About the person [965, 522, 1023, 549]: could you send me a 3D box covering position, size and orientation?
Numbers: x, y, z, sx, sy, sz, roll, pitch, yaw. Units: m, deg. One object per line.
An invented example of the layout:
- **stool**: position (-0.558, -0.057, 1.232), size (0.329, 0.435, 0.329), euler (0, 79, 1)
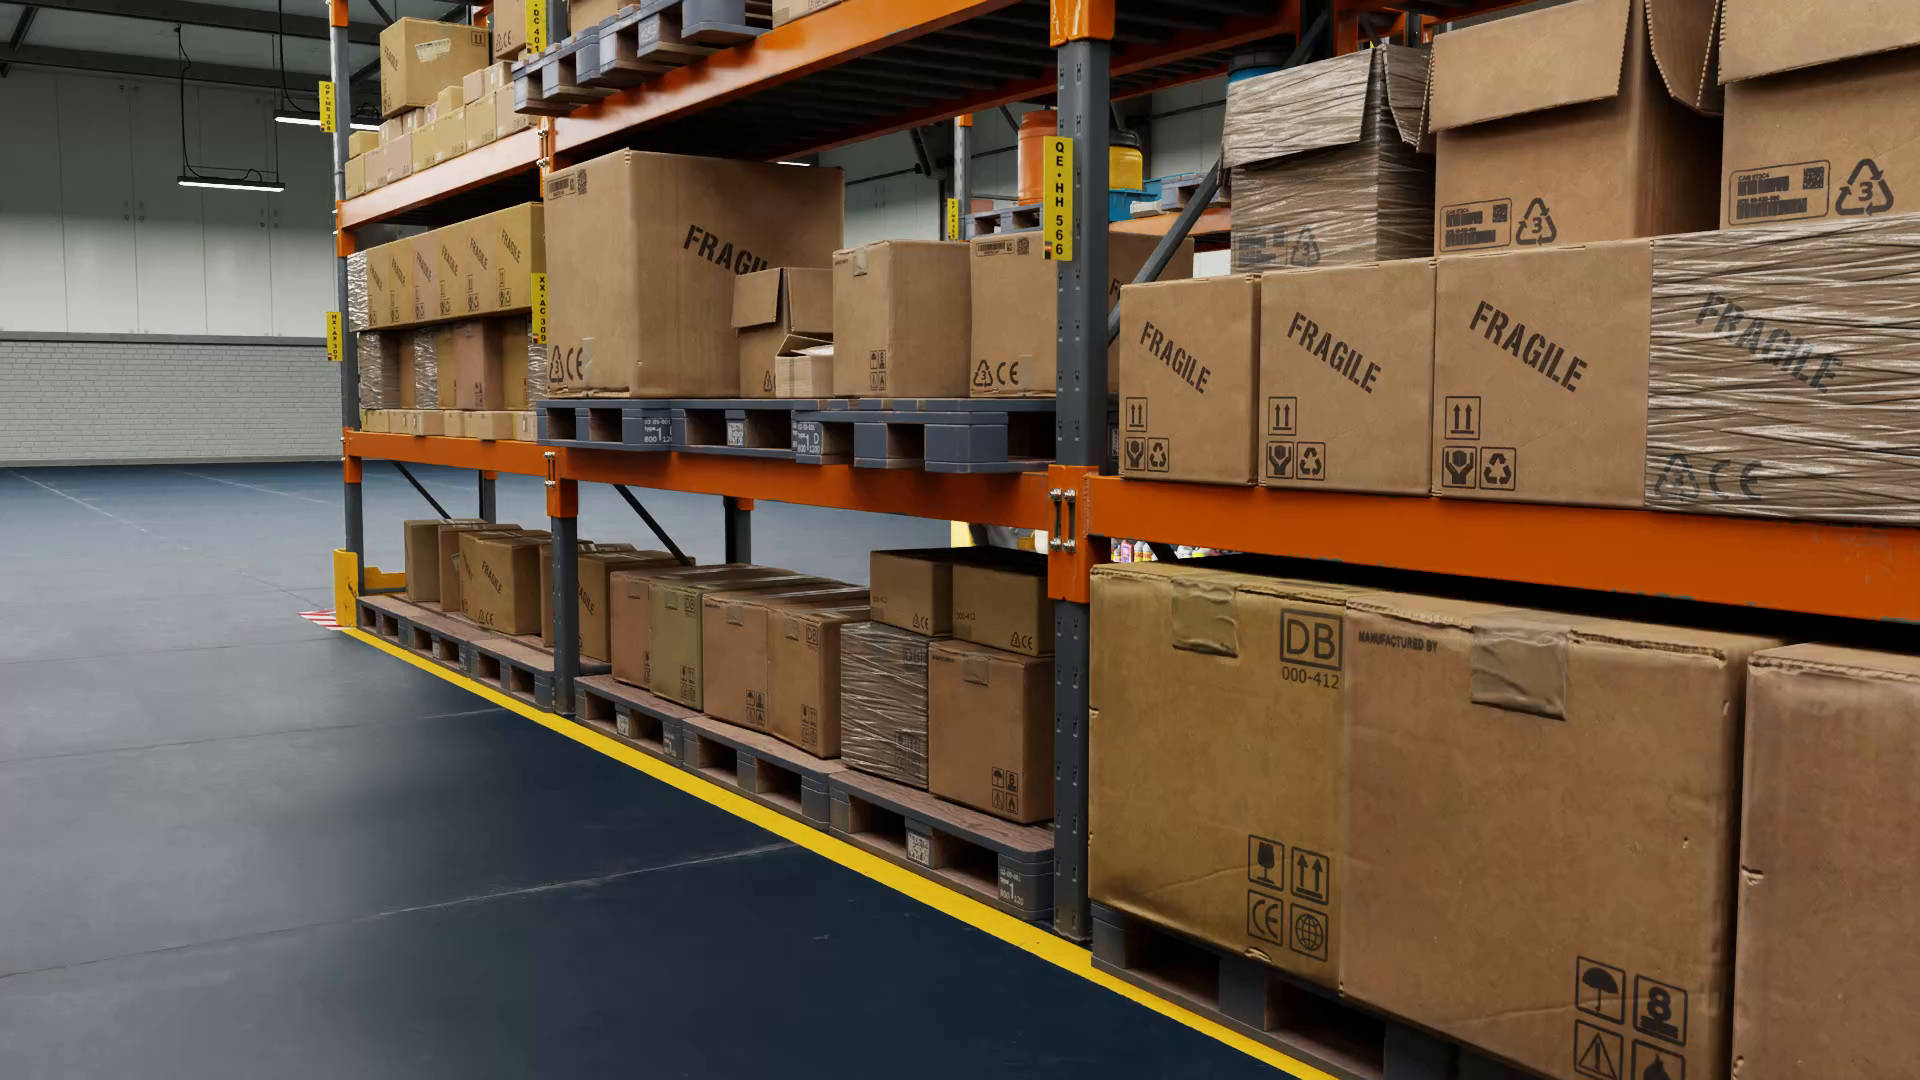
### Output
- **person**: position (0.214, -0.182, 10.249), size (0.415, 1.661, 0.540), euler (-4, 6, -37)
